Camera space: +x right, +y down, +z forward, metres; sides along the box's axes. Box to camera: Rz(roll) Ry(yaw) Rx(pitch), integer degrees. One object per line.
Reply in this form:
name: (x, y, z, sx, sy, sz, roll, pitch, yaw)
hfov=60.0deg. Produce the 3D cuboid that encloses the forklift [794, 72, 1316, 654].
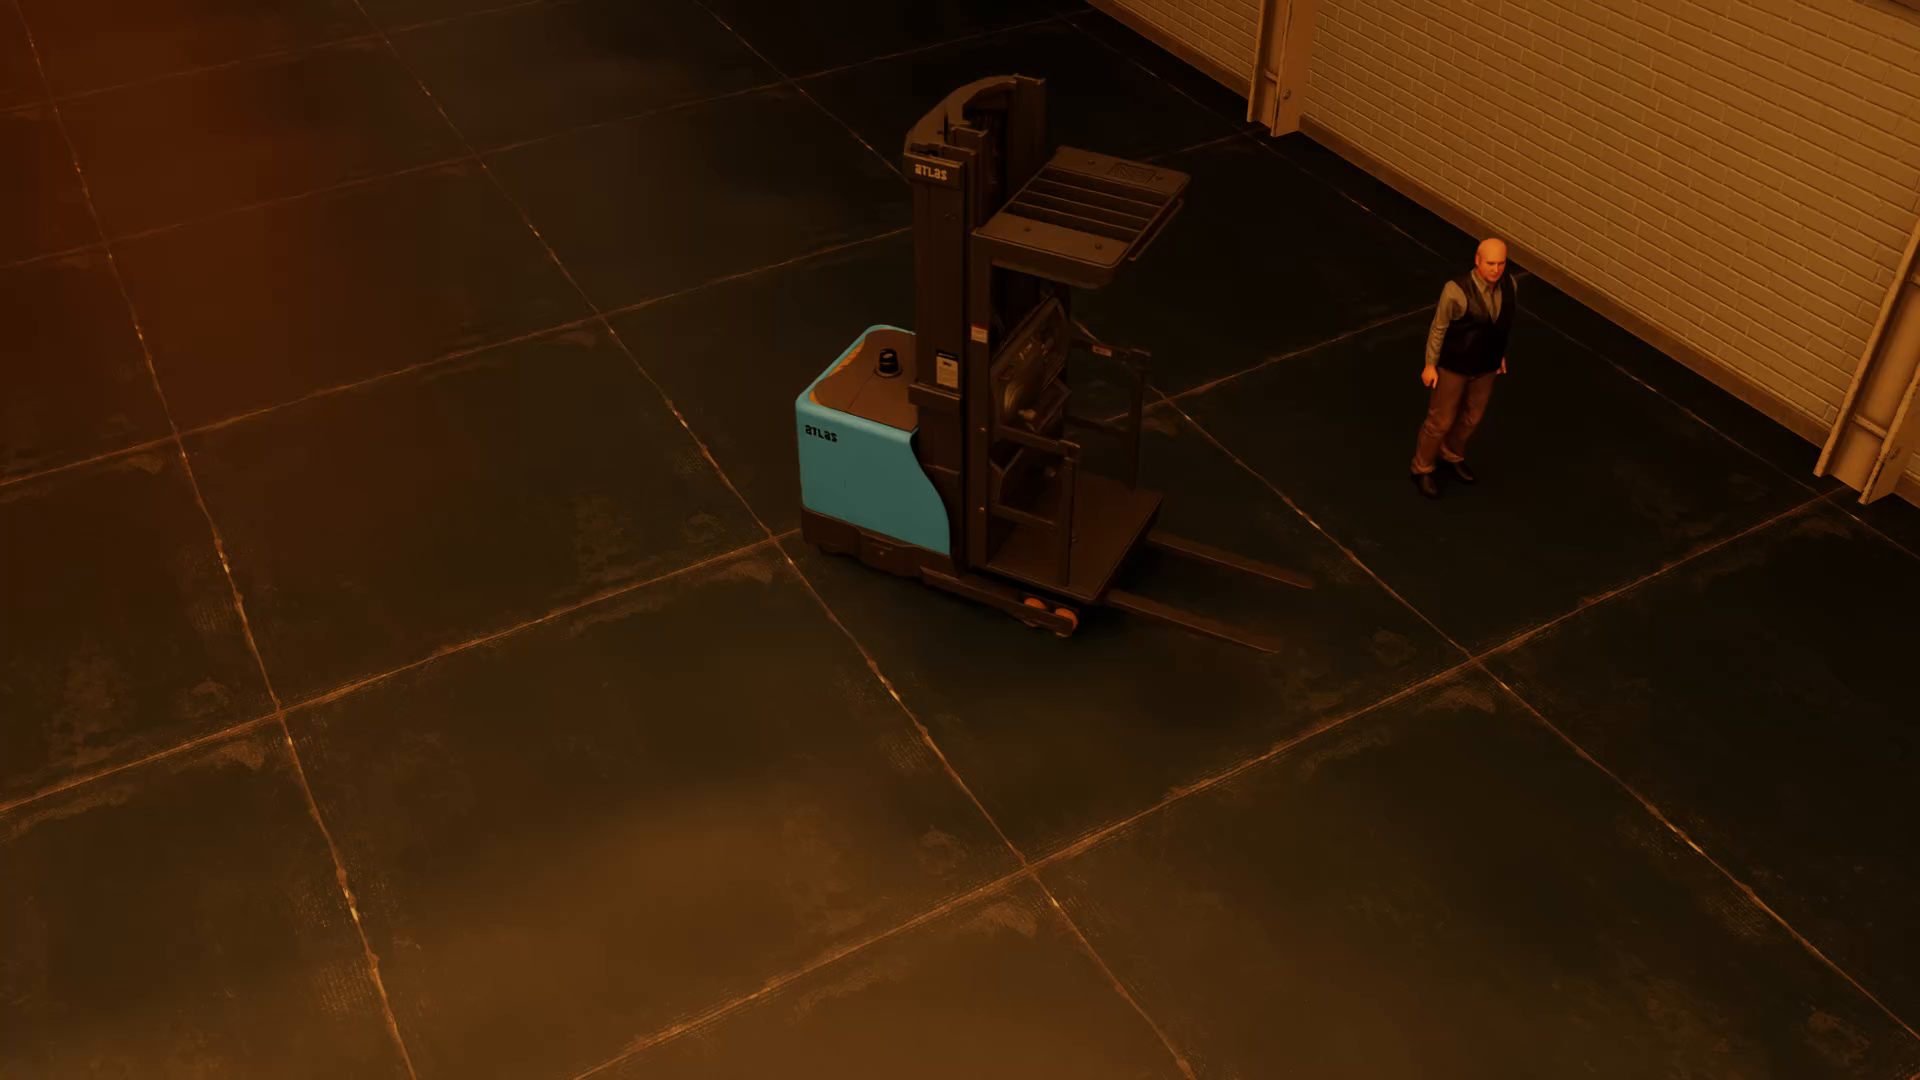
forklift: (0.573, -0.957, 9.190, 3.031, 2.935, 1.130, 18, 43, 20)

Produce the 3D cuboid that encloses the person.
person: (3.136, -1.071, 10.276, 0.580, 1.725, 0.387, -14, 42, -16)
